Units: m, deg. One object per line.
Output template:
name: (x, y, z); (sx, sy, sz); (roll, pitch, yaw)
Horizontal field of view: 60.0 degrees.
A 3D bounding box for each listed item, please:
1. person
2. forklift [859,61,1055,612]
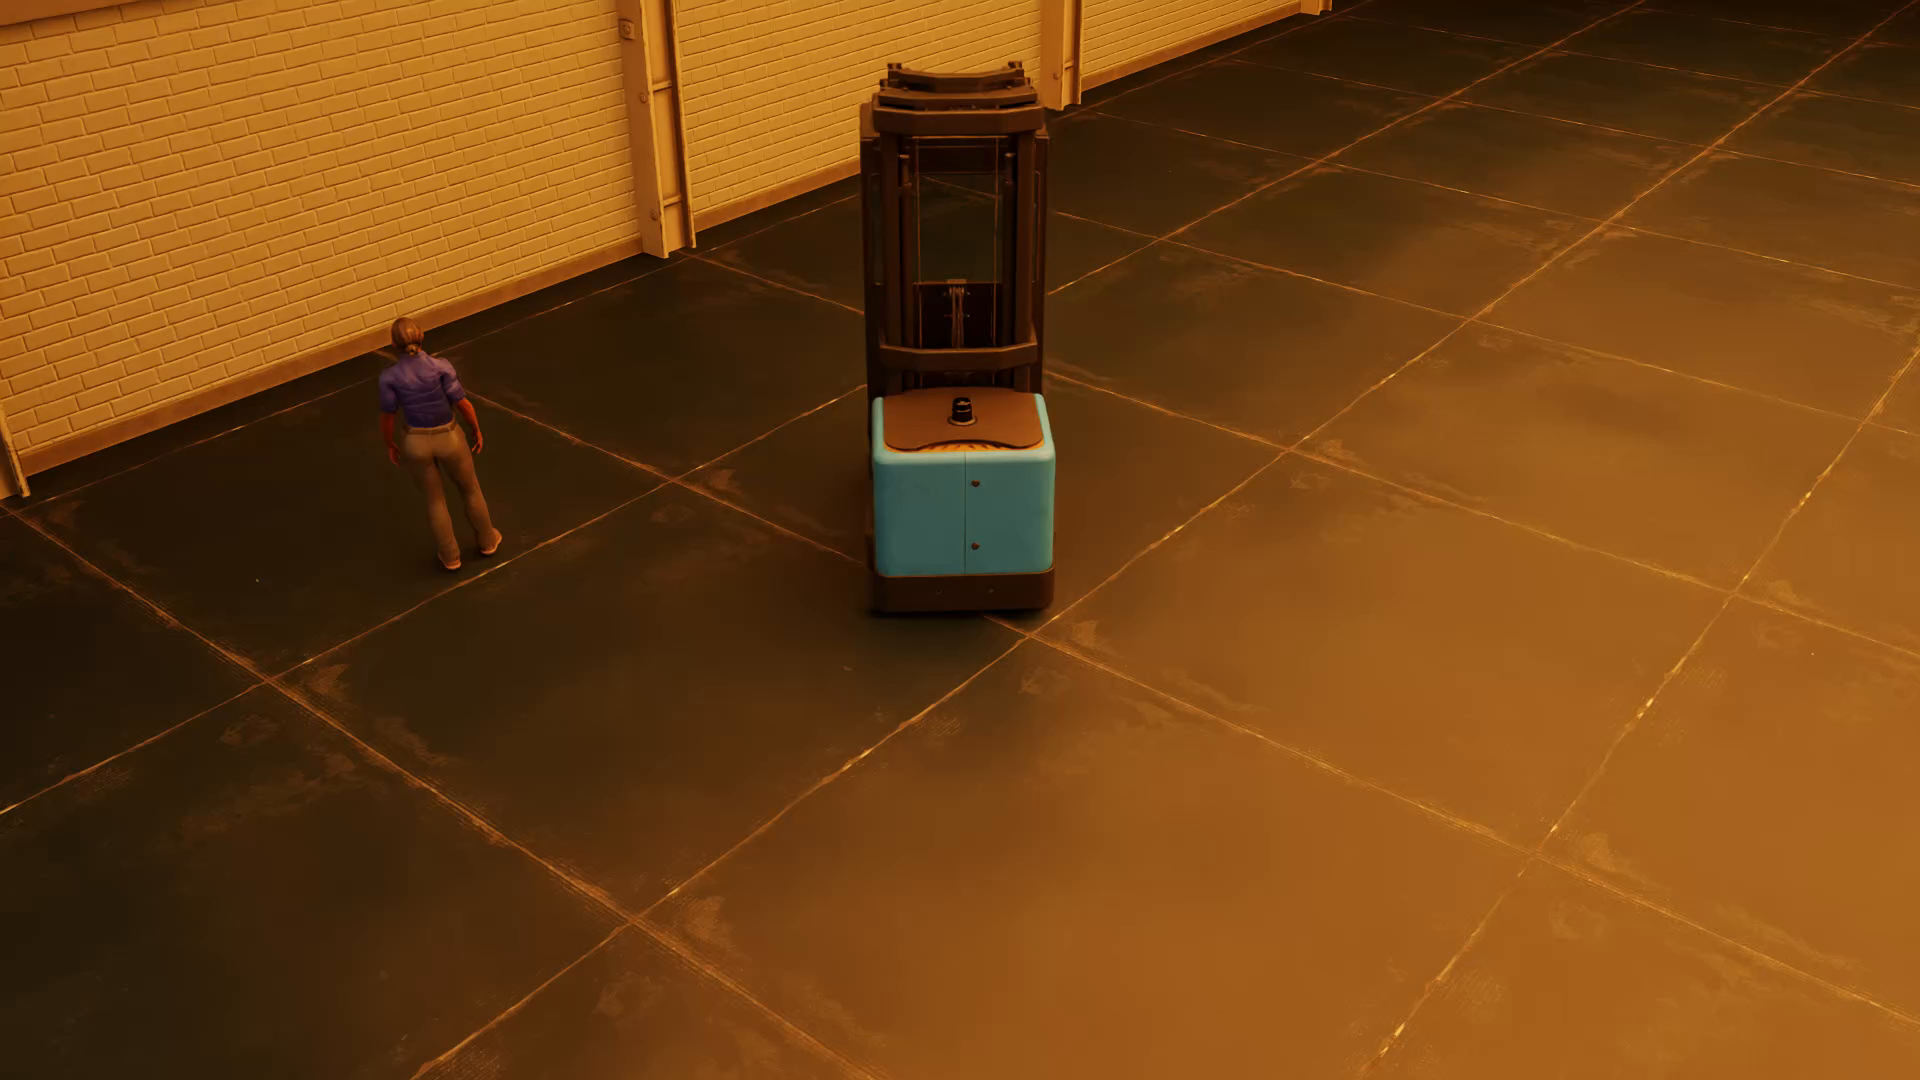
person: (-3.117, -0.601, 9.877); (0.563, 1.656, 0.504); (-8, 31, -13)
forklift: (-0.047, -1.558, 10.260); (1.130, 2.935, 3.031); (-1, 30, -2)
